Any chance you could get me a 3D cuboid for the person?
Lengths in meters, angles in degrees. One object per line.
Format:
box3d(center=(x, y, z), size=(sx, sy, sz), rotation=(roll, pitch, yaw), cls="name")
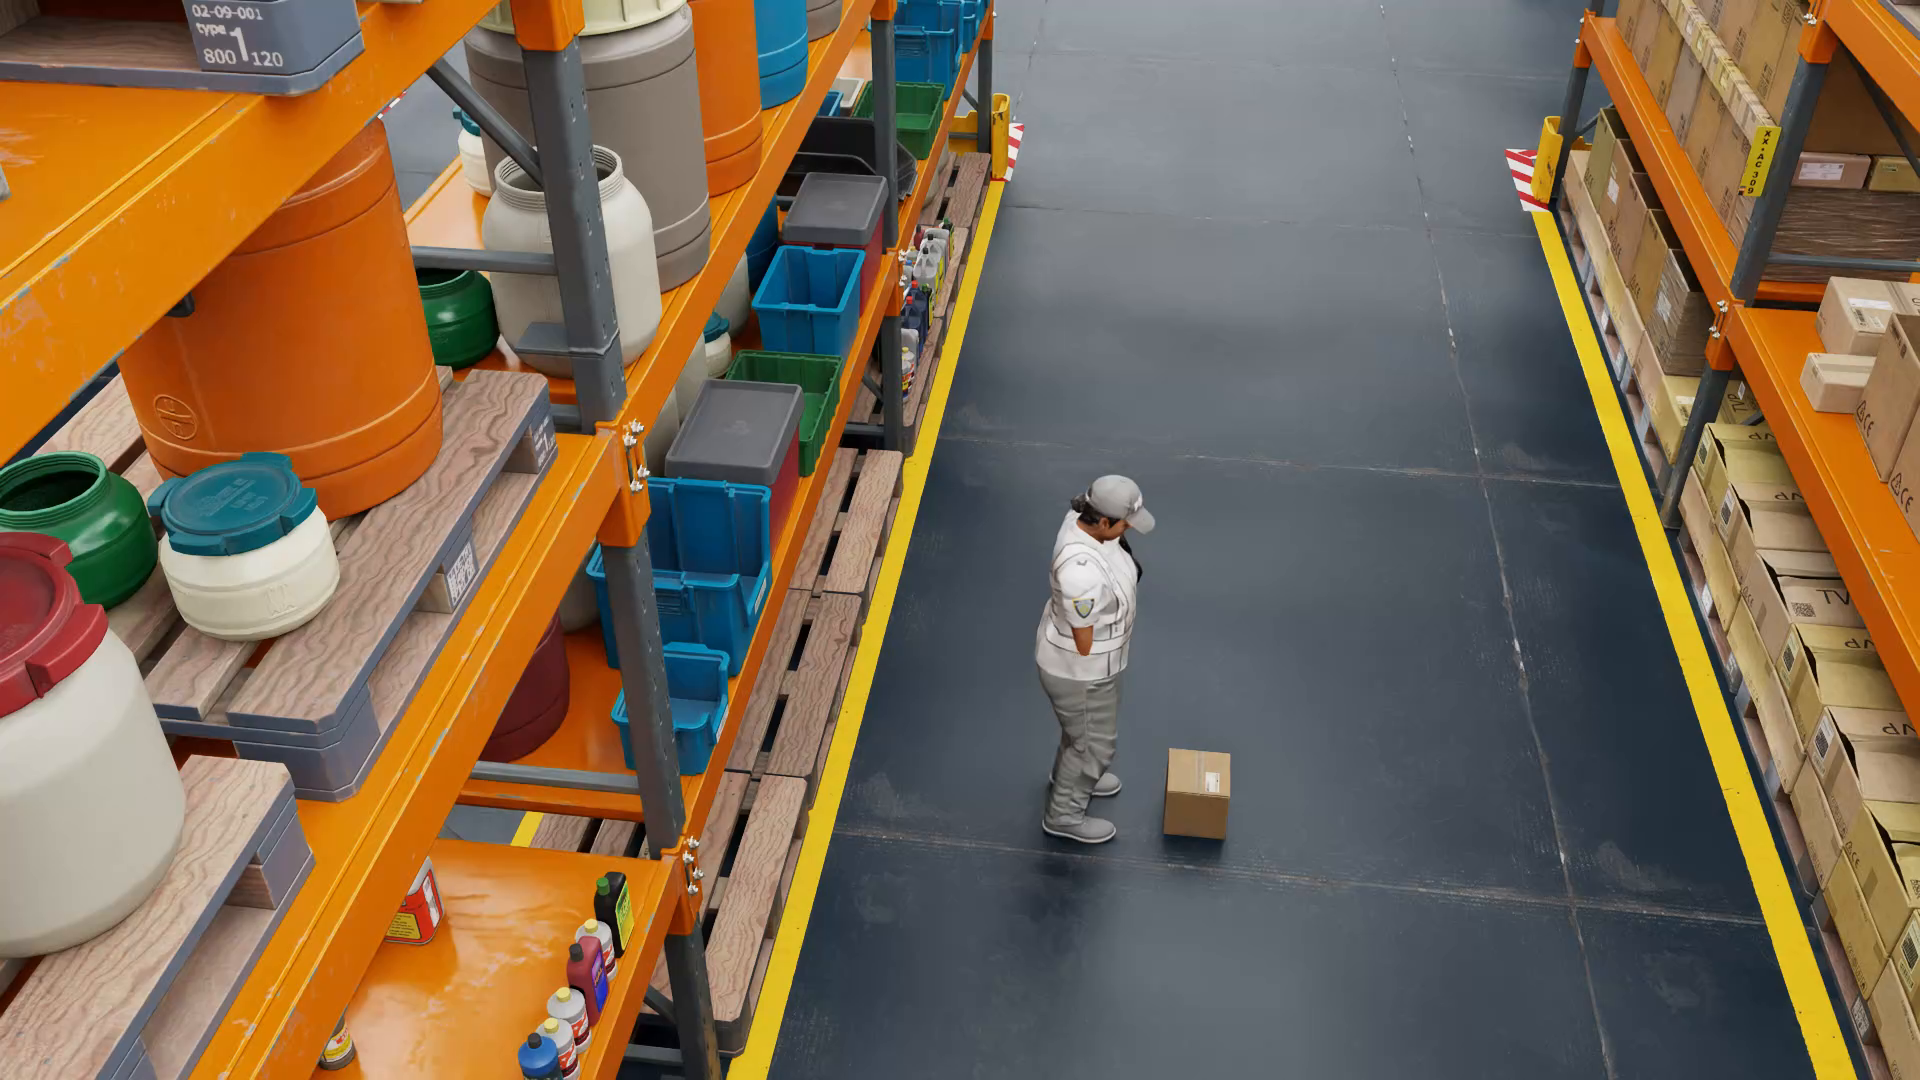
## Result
box3d(center=(0.503, 0.440, 6.463), size=(0.419, 1.646, 0.480), rotation=(5, 37, 7), cls="person")
